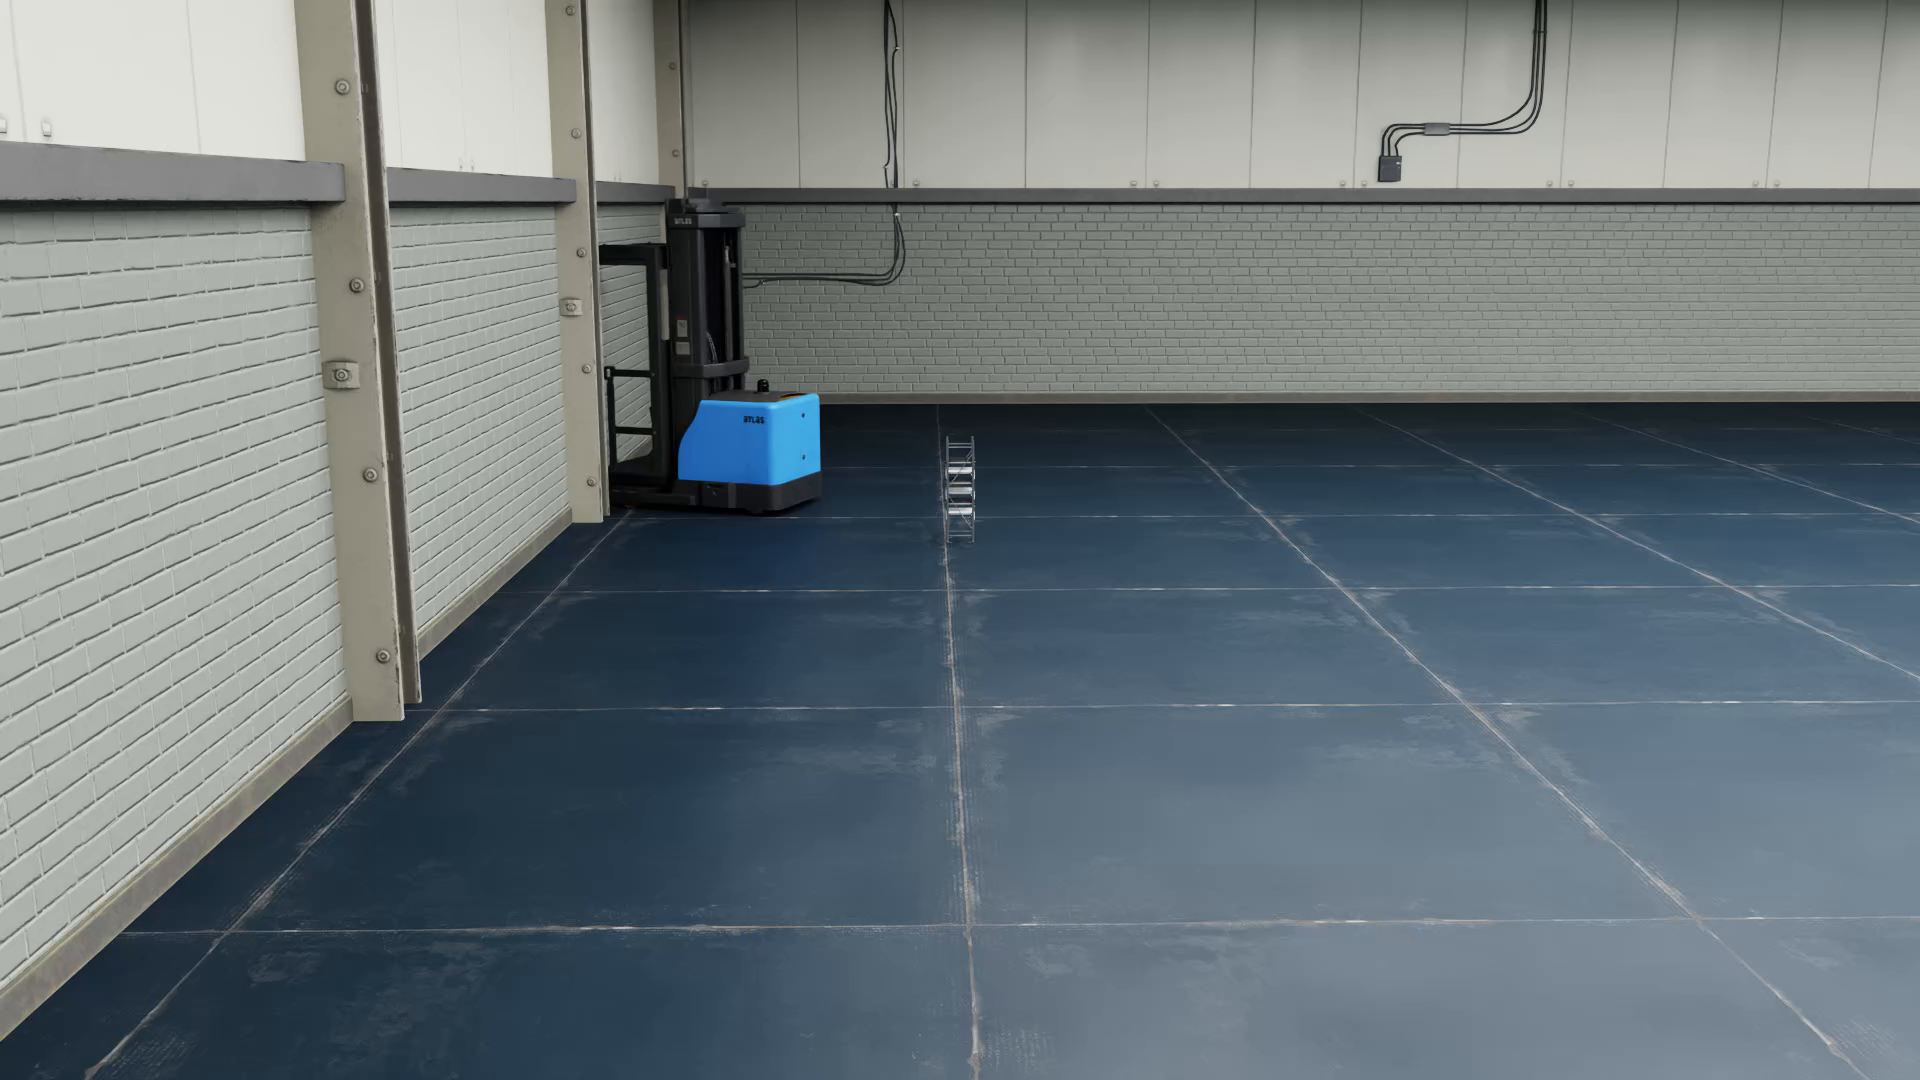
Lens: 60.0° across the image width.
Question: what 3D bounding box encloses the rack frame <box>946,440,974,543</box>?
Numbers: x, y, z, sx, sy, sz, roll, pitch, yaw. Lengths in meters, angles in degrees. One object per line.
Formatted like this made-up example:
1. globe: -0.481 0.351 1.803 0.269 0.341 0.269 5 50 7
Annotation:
1. rack frame: 0.002 -0.419 14.362 0.240 0.900 0.006 0 11 -1

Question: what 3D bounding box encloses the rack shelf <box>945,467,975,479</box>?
1. rack shelf: 0.000 -0.583 14.433 0.258 0.077 0.200 0 11 -1

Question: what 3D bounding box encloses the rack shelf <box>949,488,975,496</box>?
1. rack shelf: 0.000 -0.407 14.468 0.258 0.077 0.200 0 11 -1

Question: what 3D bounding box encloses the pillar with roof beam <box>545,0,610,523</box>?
1. pillar with roof beam: 0.839 -4.628 14.740 9.100 9.000 0.400 0 11 -1

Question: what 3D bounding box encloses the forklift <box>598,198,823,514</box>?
1. forklift: -2.928 -1.839 16.250 3.031 2.935 1.130 4 12 20

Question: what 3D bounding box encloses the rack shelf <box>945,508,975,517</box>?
1. rack shelf: 0.000 -0.230 14.504 0.258 0.077 0.200 0 11 -1

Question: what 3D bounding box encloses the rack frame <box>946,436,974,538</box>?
1. rack frame: -0.002 -0.460 14.561 0.240 0.900 0.006 0 11 -1

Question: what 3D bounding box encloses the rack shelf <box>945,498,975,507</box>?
1. rack shelf: 0.000 -0.319 14.486 0.258 0.077 0.200 0 11 -1

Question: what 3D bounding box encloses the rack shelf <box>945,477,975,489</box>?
1. rack shelf: 0.000 -0.495 14.450 0.258 0.077 0.200 0 11 -1

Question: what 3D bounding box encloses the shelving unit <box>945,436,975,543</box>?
1. shelving unit: 0.000 -0.439 14.462 0.258 0.900 0.210 0 11 -1

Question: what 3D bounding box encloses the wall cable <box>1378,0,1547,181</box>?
1. wall cable: 7.164 -8.097 23.284 2.305 6.003 0.169 0 11 -1

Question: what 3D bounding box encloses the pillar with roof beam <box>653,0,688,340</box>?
1. pillar with roof beam: 0.715 -5.821 20.619 9.100 9.000 0.400 0 11 -1

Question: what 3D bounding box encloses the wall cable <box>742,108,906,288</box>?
1. wall cable: -2.328 -4.873 23.754 3.097 2.526 0.112 0 11 -1

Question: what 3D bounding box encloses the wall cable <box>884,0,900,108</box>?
1. wall cable: 0.377 -7.359 23.307 3.097 2.526 0.112 0 11 -1

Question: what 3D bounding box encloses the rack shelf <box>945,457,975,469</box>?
1. rack shelf: 0.000 -0.671 14.415 0.258 0.077 0.200 0 11 -1

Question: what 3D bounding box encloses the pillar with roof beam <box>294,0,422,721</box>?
1. pillar with roof beam: 0.963 -3.436 8.862 9.100 9.000 0.400 0 11 -1
